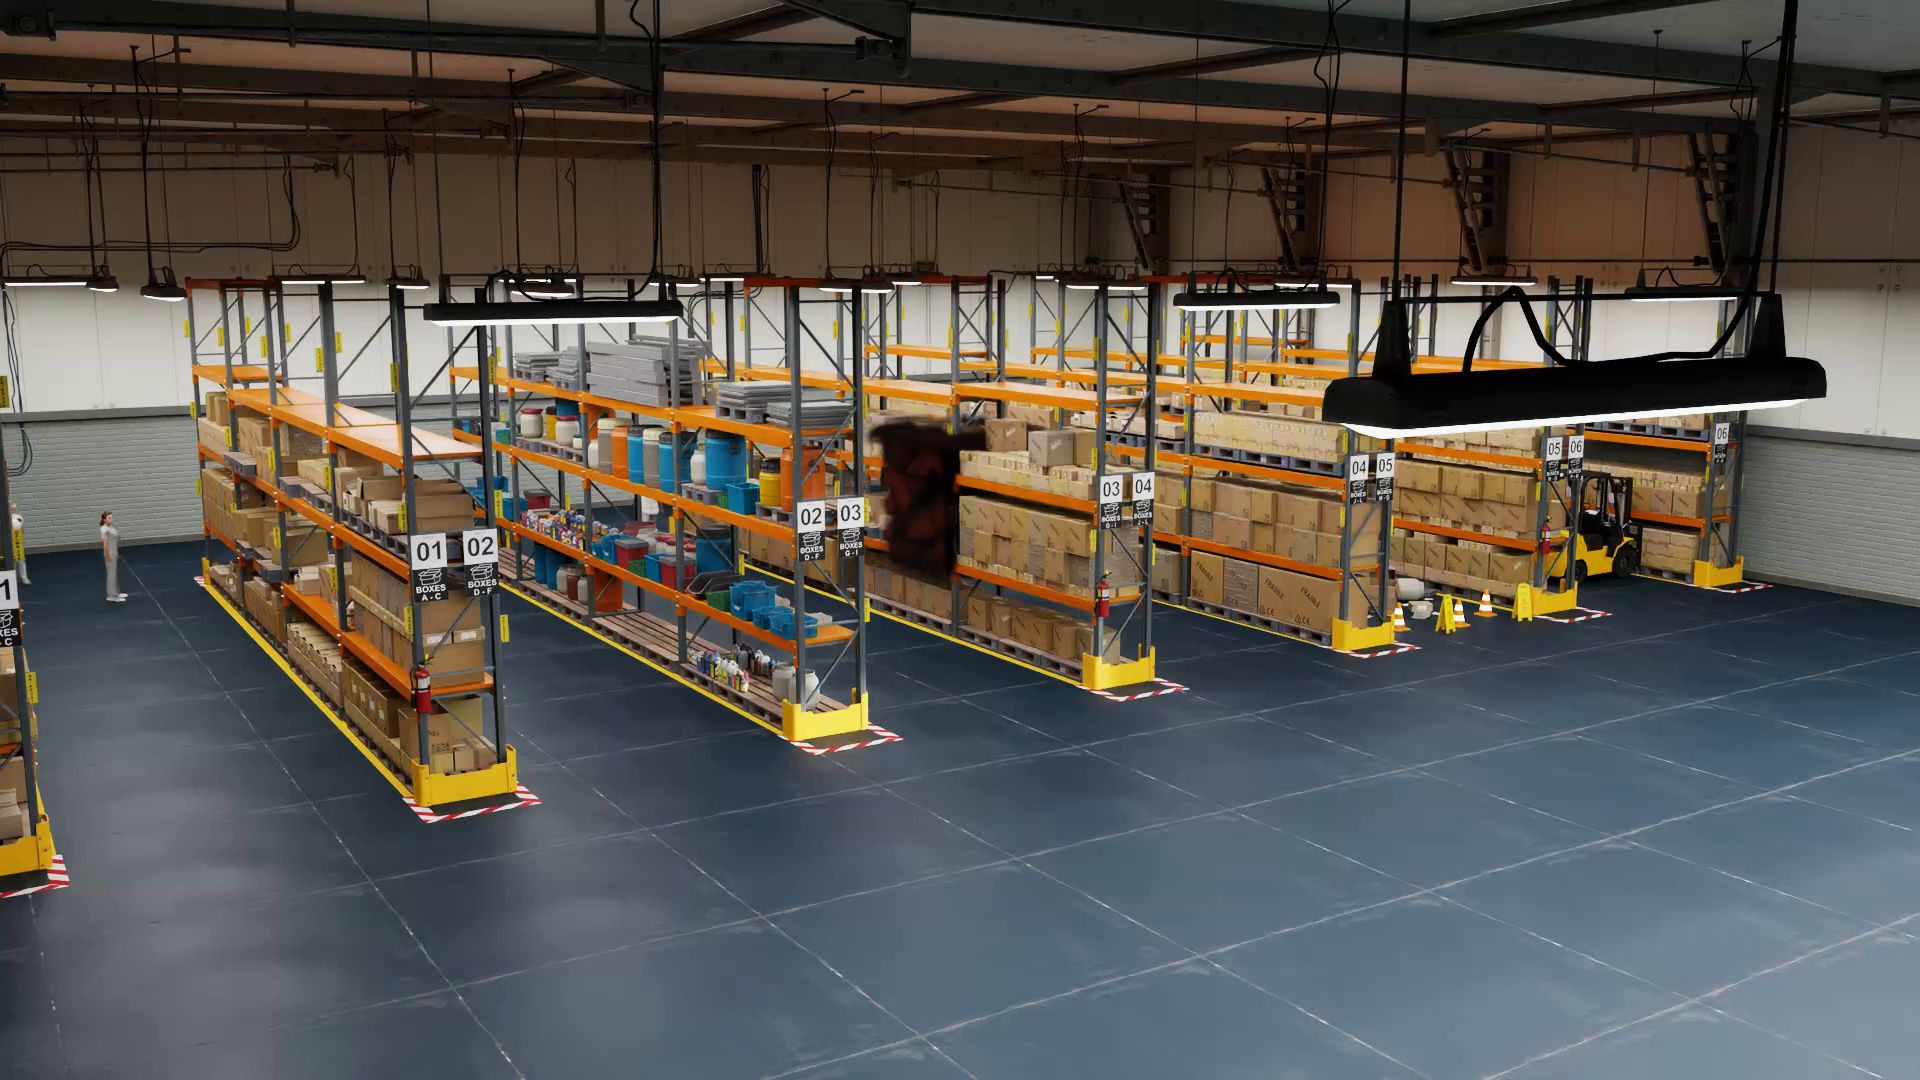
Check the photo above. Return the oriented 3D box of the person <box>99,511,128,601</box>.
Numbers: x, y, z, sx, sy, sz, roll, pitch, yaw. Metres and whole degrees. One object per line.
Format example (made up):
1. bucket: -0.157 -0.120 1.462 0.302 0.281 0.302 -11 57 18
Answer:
1. person: -15.934 0.274 31.261 0.386 1.647 0.512 -4 10 -21

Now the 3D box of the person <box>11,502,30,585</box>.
1. person: -18.598 0.049 32.646 0.455 1.616 1.005 -8 12 -40

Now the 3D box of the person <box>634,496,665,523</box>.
1. person: -6.769 -0.598 36.327 0.628 1.719 1.011 -5 11 -25
